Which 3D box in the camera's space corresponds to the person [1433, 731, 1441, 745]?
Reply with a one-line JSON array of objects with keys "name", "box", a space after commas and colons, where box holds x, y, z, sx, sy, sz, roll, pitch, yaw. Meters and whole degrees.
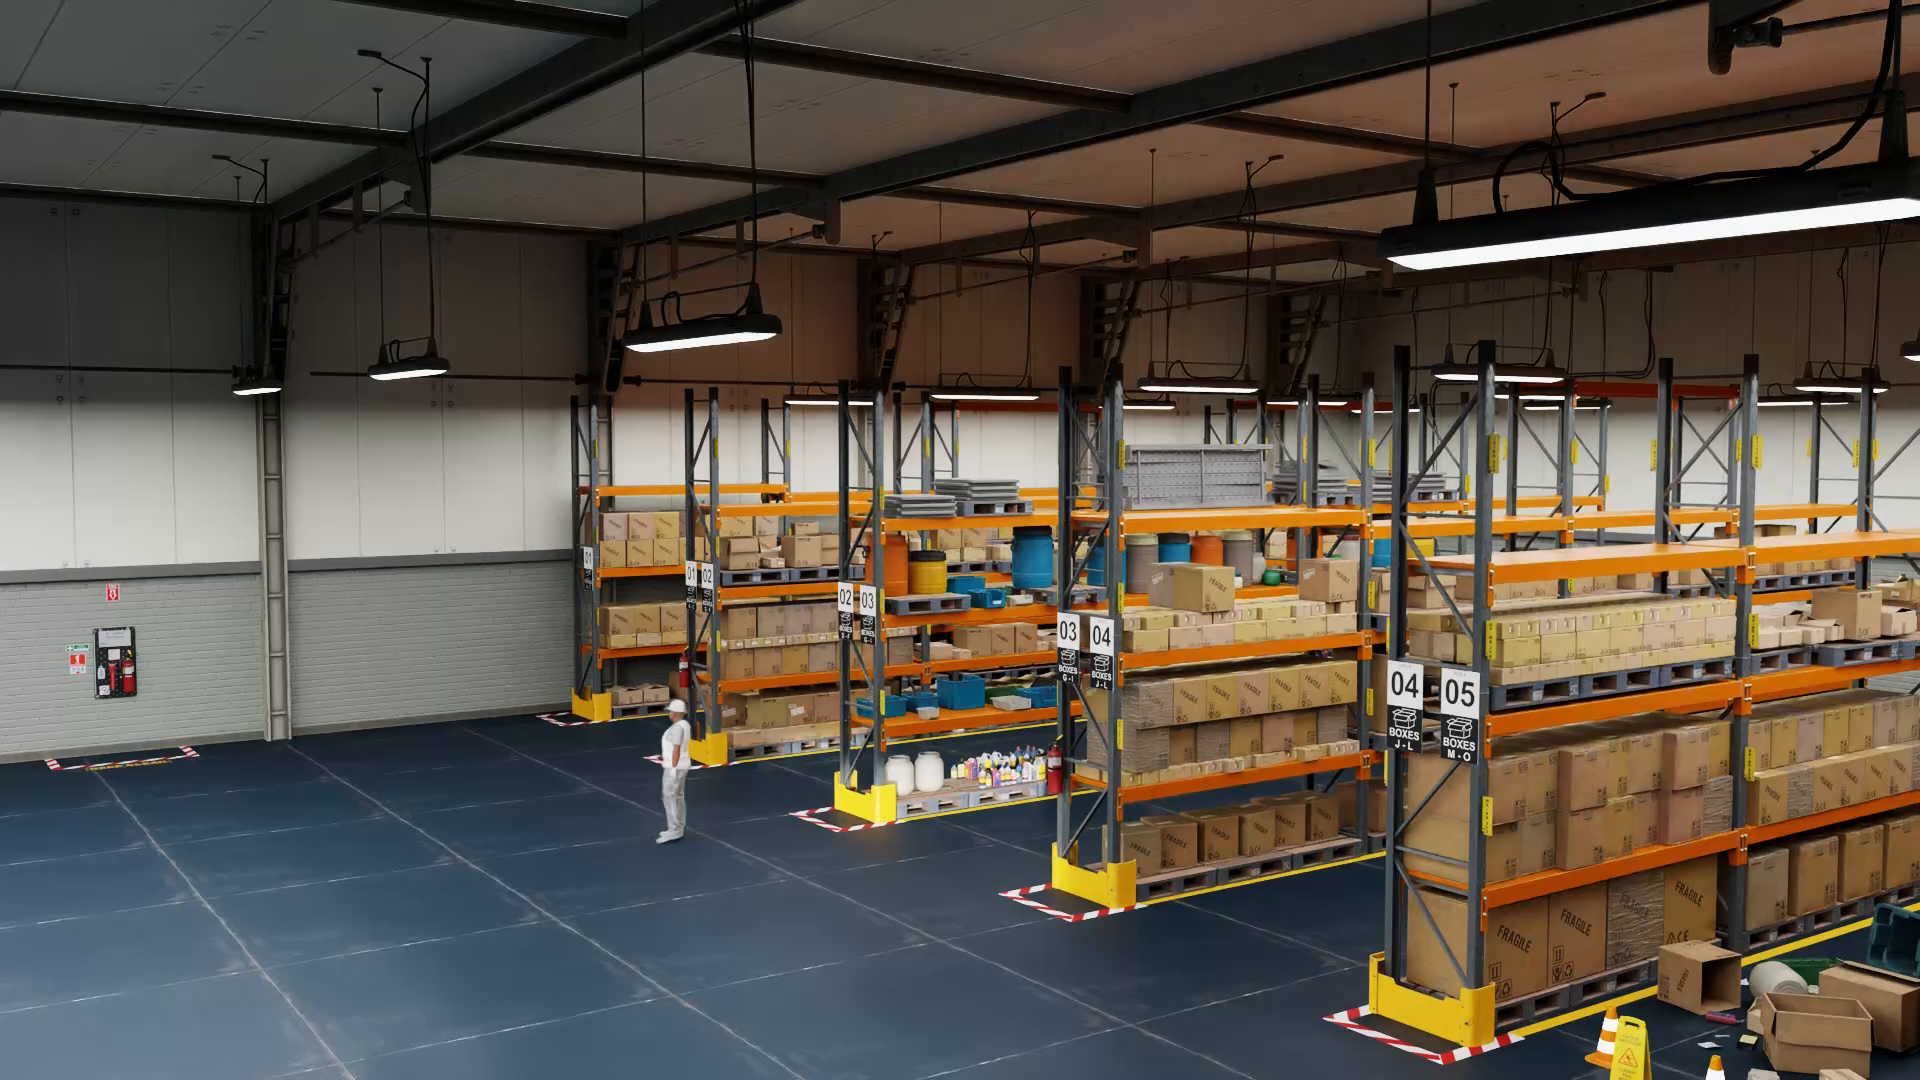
[{"name": "person", "box": [5.772, 3.127, 19.910, 0.404, 1.691, 0.569, 2, 4, 28]}]

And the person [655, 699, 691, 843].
[{"name": "person", "box": [-3.711, 2.978, 21.564, 0.394, 1.816, 0.608, 0, 3, 4]}]
